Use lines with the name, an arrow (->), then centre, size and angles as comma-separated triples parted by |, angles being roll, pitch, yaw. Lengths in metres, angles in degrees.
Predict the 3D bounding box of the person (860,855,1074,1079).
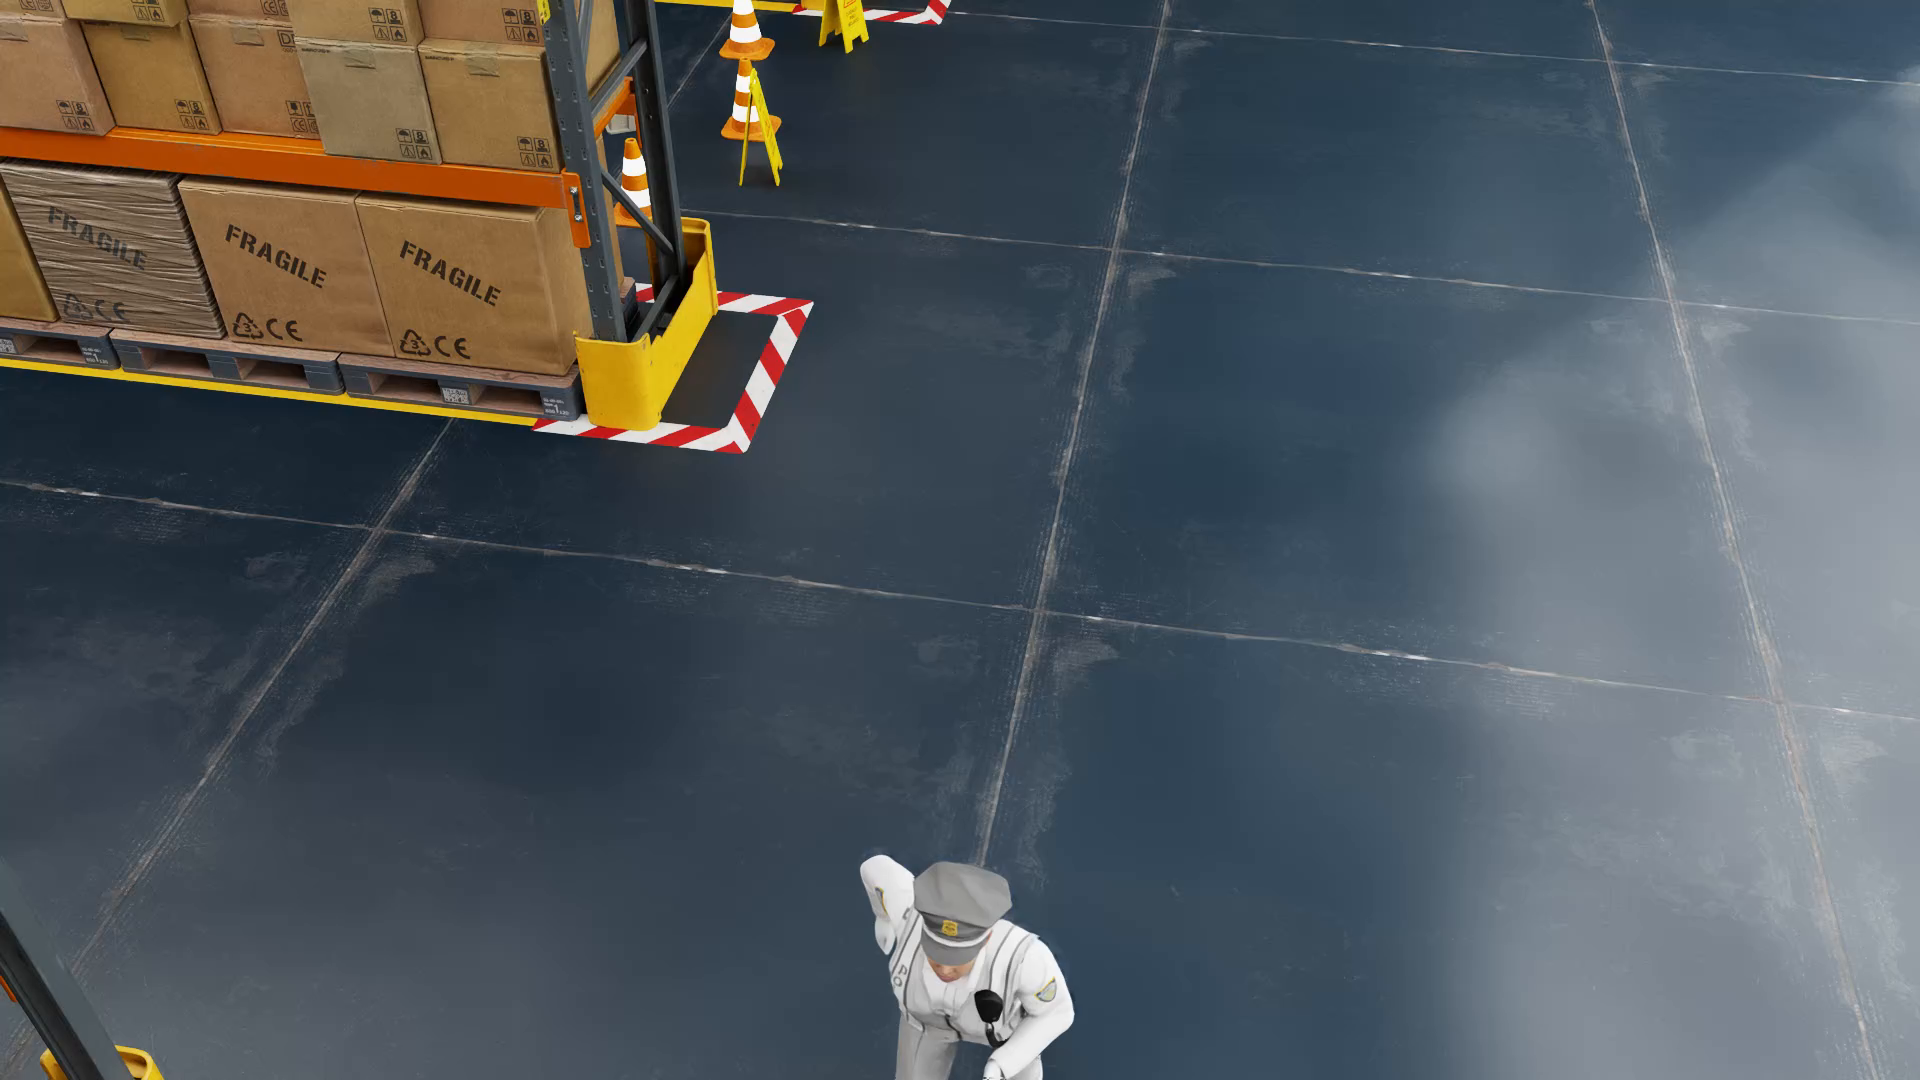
person -> 0.015, 1.314, 4.672 | 0.606, 1.619, 0.921 | 4, 41, 5
